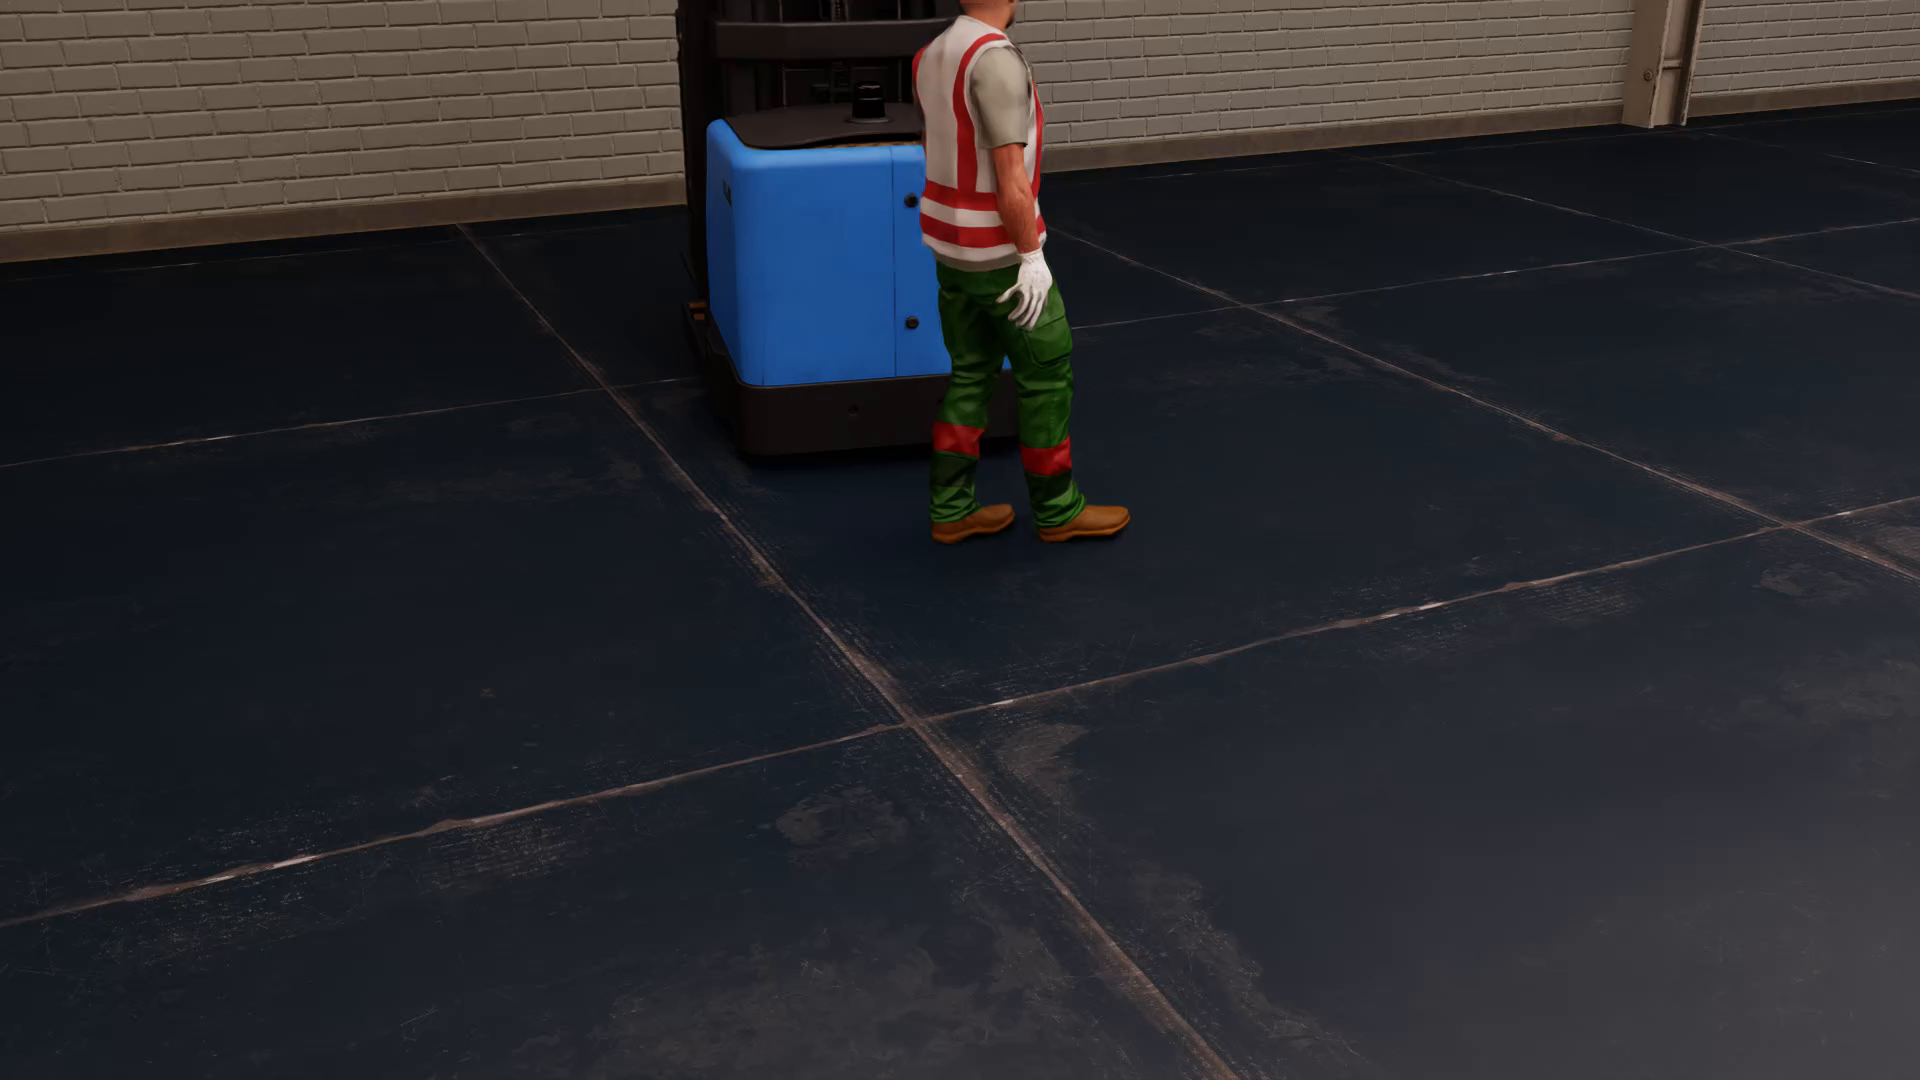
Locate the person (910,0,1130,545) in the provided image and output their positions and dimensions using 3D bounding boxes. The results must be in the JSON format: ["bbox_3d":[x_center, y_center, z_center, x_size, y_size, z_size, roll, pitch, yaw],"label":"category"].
[{"bbox_3d":[0.164,-0.864,4.890,0.585,1.781,0.717,-13,26,-28],"label":"person"}]

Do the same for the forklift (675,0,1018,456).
[{"bbox_3d":[-0.582,-2.173,6.518,1.130,2.935,3.031,-5,23,-13],"label":"forklift"}]
